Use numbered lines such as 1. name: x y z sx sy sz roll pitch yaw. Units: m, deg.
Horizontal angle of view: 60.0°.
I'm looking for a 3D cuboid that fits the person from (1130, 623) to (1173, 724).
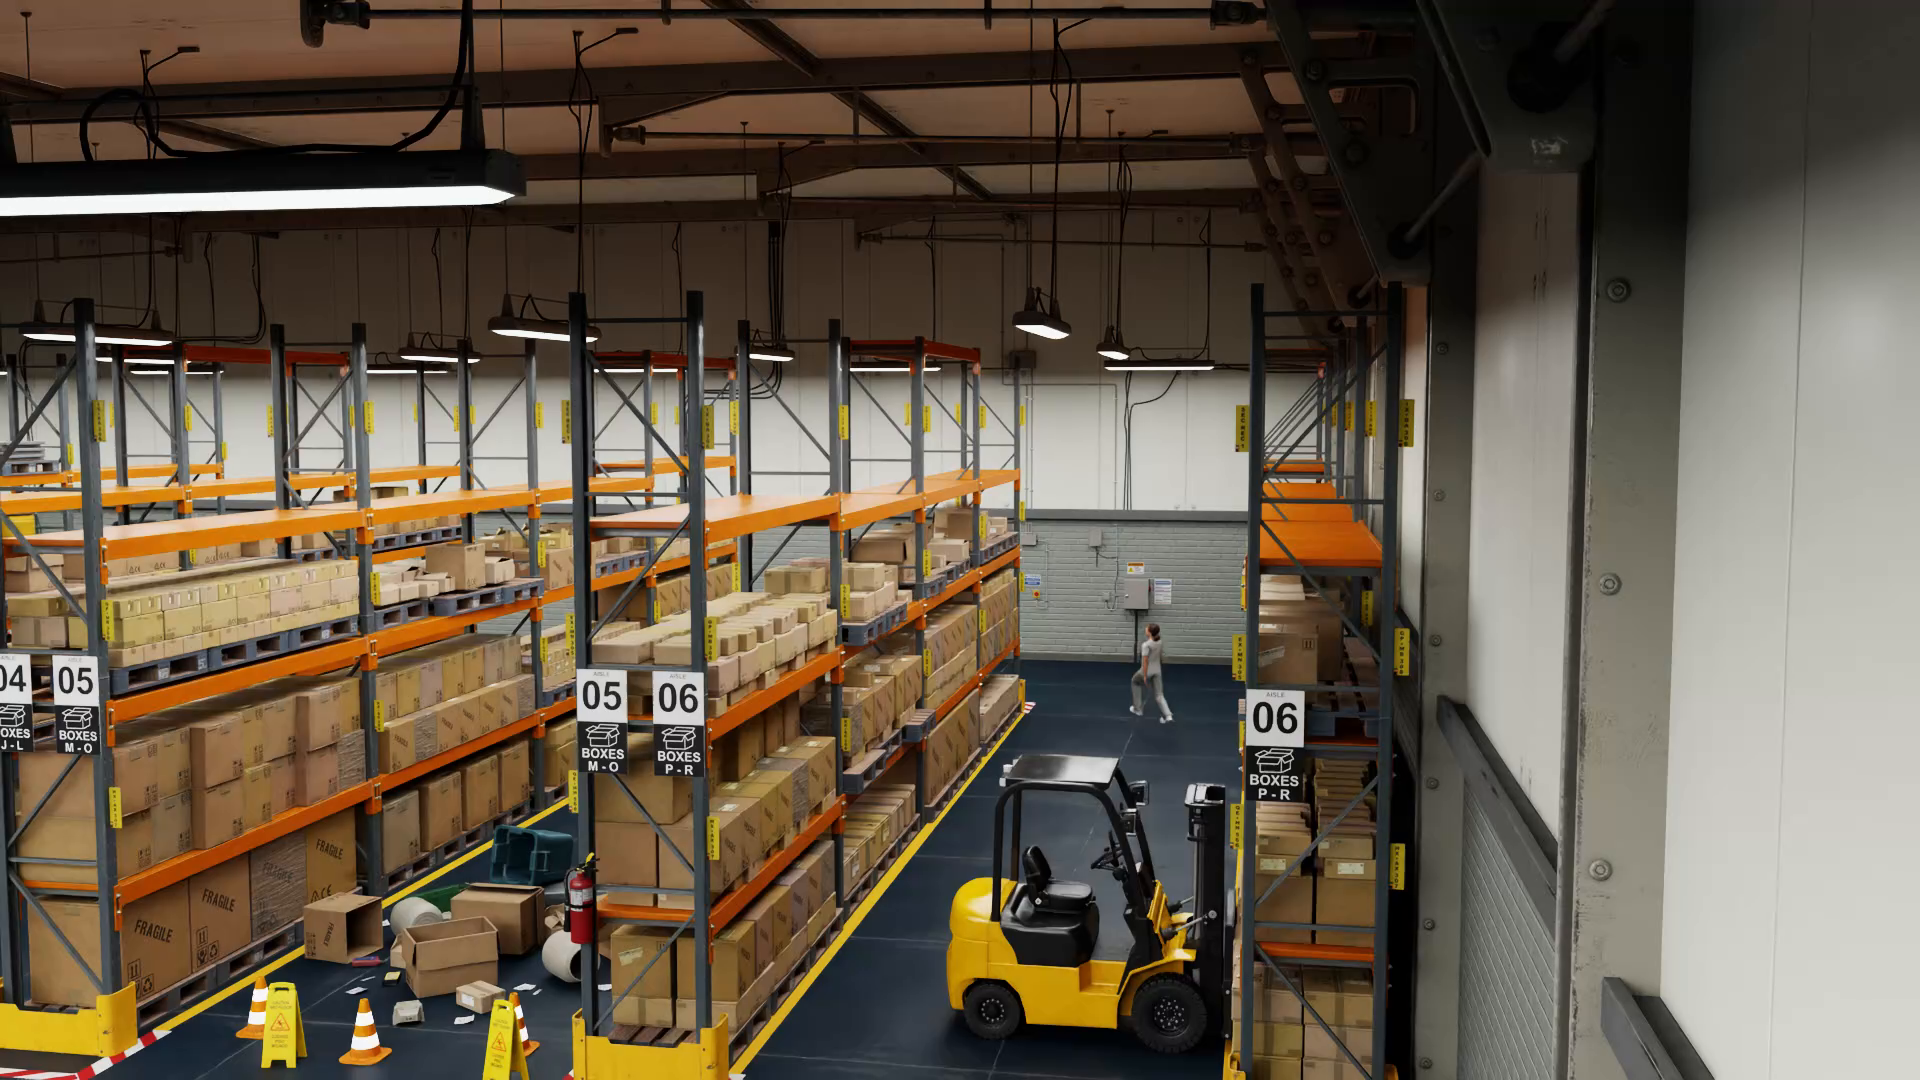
1. person: 3.007 2.062 25.998 0.427 1.540 1.029 -2 5 -23
